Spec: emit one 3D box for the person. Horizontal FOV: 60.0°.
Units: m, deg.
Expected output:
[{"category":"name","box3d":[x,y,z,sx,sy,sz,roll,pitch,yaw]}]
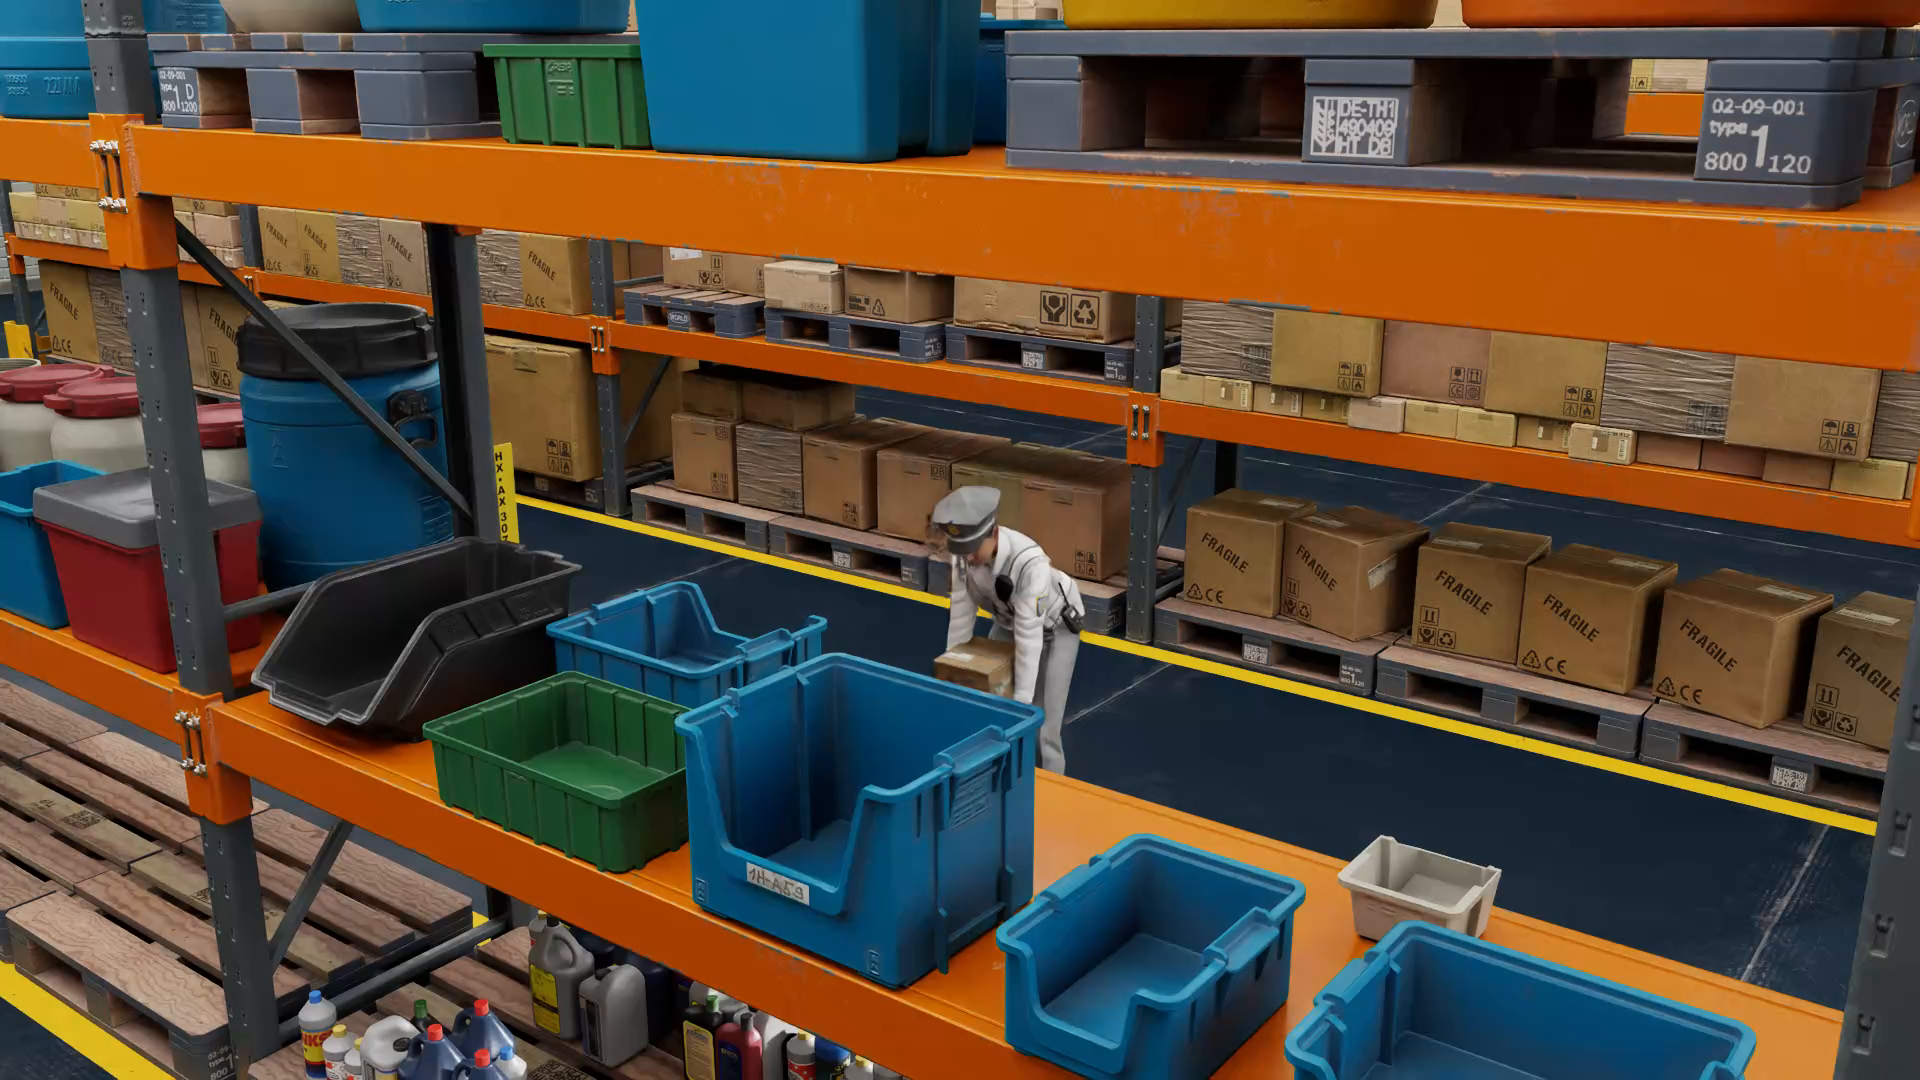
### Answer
[{"category":"person","box3d":[0.173,0.482,6.257,0.409,1.483,0.758,12,20,34]}]
